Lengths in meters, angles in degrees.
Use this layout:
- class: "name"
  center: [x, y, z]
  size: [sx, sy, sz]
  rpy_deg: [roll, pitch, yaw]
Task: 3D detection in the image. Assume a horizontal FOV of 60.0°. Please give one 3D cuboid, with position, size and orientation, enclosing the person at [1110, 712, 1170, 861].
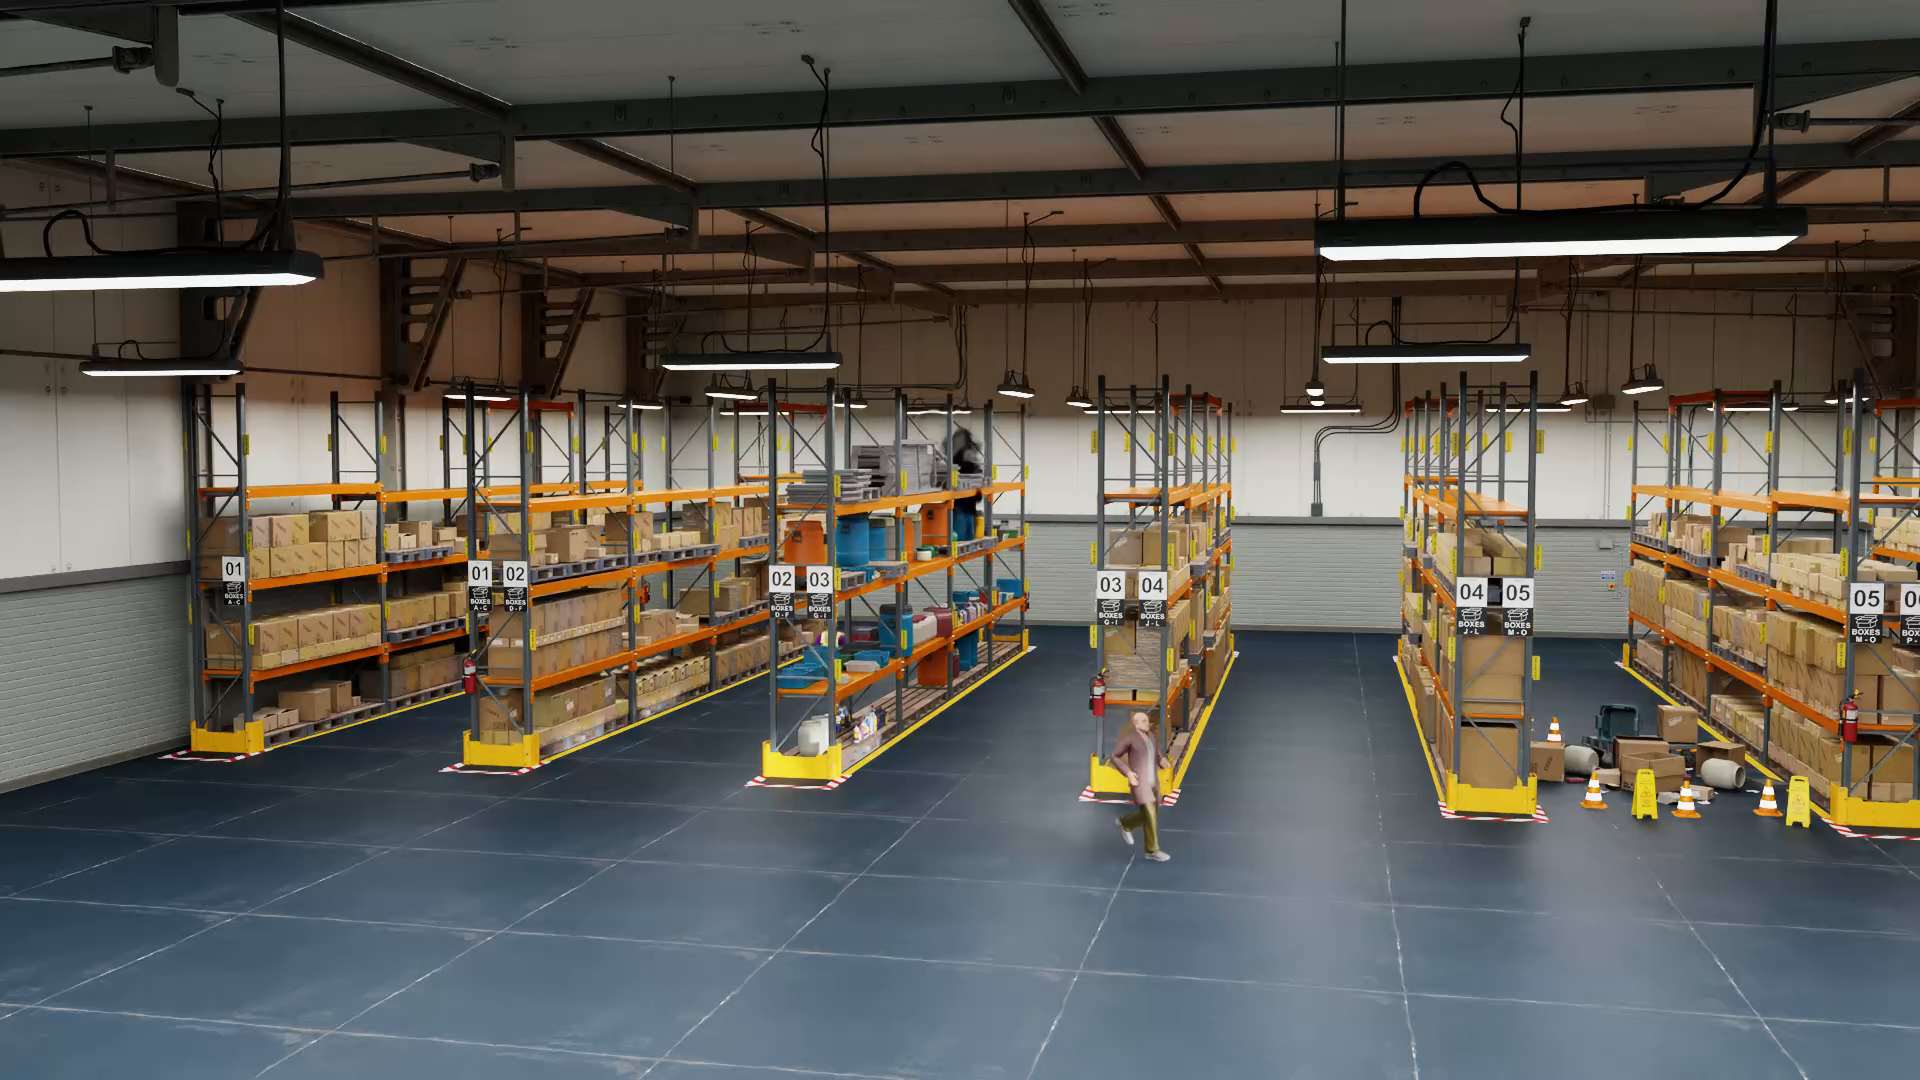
- class: "person"
  center: [2.200, 2.966, 20.196]
  size: [0.720, 1.751, 0.964]
  rpy_deg: [-3, 4, -41]

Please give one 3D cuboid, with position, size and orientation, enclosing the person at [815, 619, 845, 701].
- class: "person"
  center: [-2.462, 2.339, 31.554]
  size: [0.730, 1.726, 0.542]
  rpy_deg: [1, 3, 15]

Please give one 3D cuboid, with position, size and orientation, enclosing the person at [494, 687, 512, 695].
- class: "person"
  center: [-8.446, 2.447, 30.780]
  size: [0.547, 1.652, 0.996]
  rpy_deg: [0, 3, 5]
